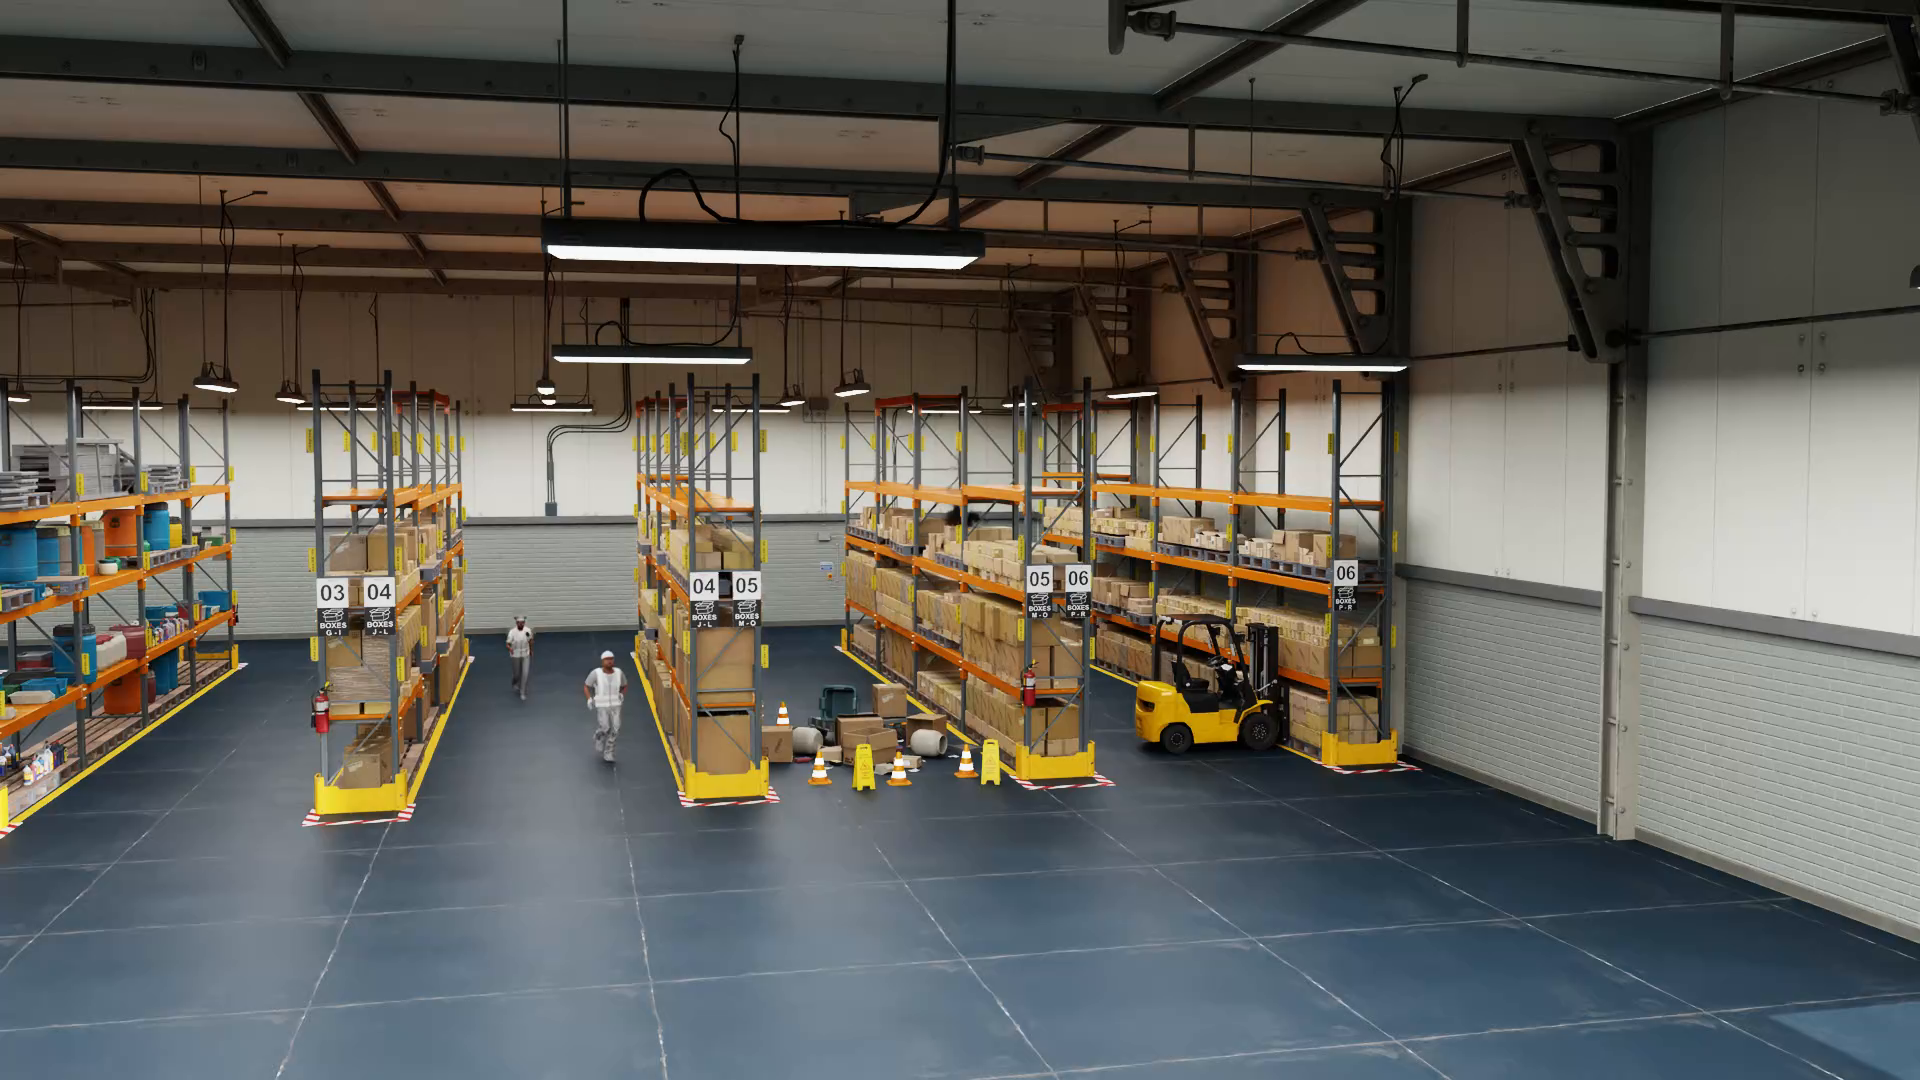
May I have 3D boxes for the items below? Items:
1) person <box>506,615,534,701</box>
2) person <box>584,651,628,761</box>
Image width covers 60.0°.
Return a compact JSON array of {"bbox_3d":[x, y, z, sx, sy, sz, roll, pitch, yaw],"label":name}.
[{"bbox_3d":[-8.655,2.289,32.731,0.565,1.668,0.827,-1,4,-23],"label":"person"},{"bbox_3d":[-5.545,2.620,26.221,0.684,1.732,0.594,-2,4,-28],"label":"person"}]
